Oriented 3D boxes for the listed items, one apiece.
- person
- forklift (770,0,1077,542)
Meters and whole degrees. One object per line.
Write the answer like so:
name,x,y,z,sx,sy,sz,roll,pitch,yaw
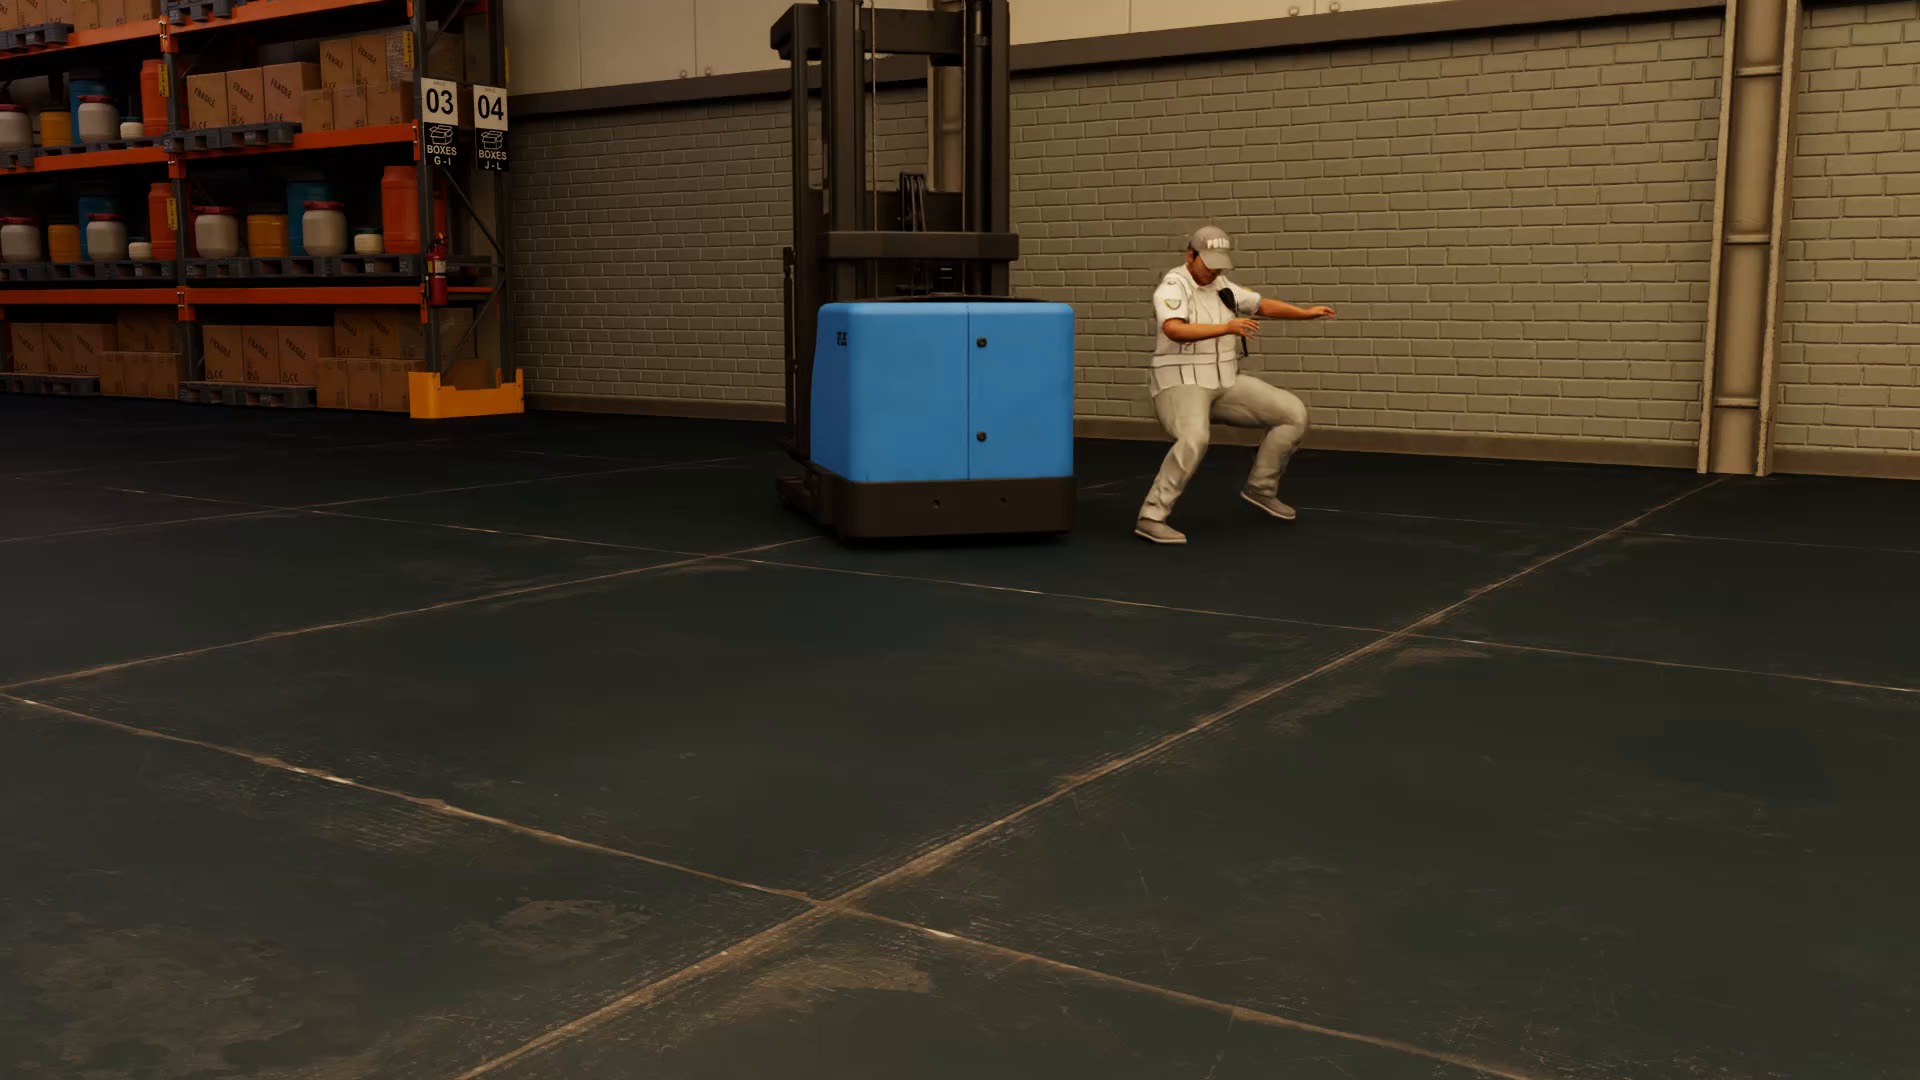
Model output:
person,1.225,-0.746,7.780,1.016,1.425,0.727,-5,10,-33
forklift,-0.353,-1.610,8.518,1.130,2.935,3.031,-2,8,-15
